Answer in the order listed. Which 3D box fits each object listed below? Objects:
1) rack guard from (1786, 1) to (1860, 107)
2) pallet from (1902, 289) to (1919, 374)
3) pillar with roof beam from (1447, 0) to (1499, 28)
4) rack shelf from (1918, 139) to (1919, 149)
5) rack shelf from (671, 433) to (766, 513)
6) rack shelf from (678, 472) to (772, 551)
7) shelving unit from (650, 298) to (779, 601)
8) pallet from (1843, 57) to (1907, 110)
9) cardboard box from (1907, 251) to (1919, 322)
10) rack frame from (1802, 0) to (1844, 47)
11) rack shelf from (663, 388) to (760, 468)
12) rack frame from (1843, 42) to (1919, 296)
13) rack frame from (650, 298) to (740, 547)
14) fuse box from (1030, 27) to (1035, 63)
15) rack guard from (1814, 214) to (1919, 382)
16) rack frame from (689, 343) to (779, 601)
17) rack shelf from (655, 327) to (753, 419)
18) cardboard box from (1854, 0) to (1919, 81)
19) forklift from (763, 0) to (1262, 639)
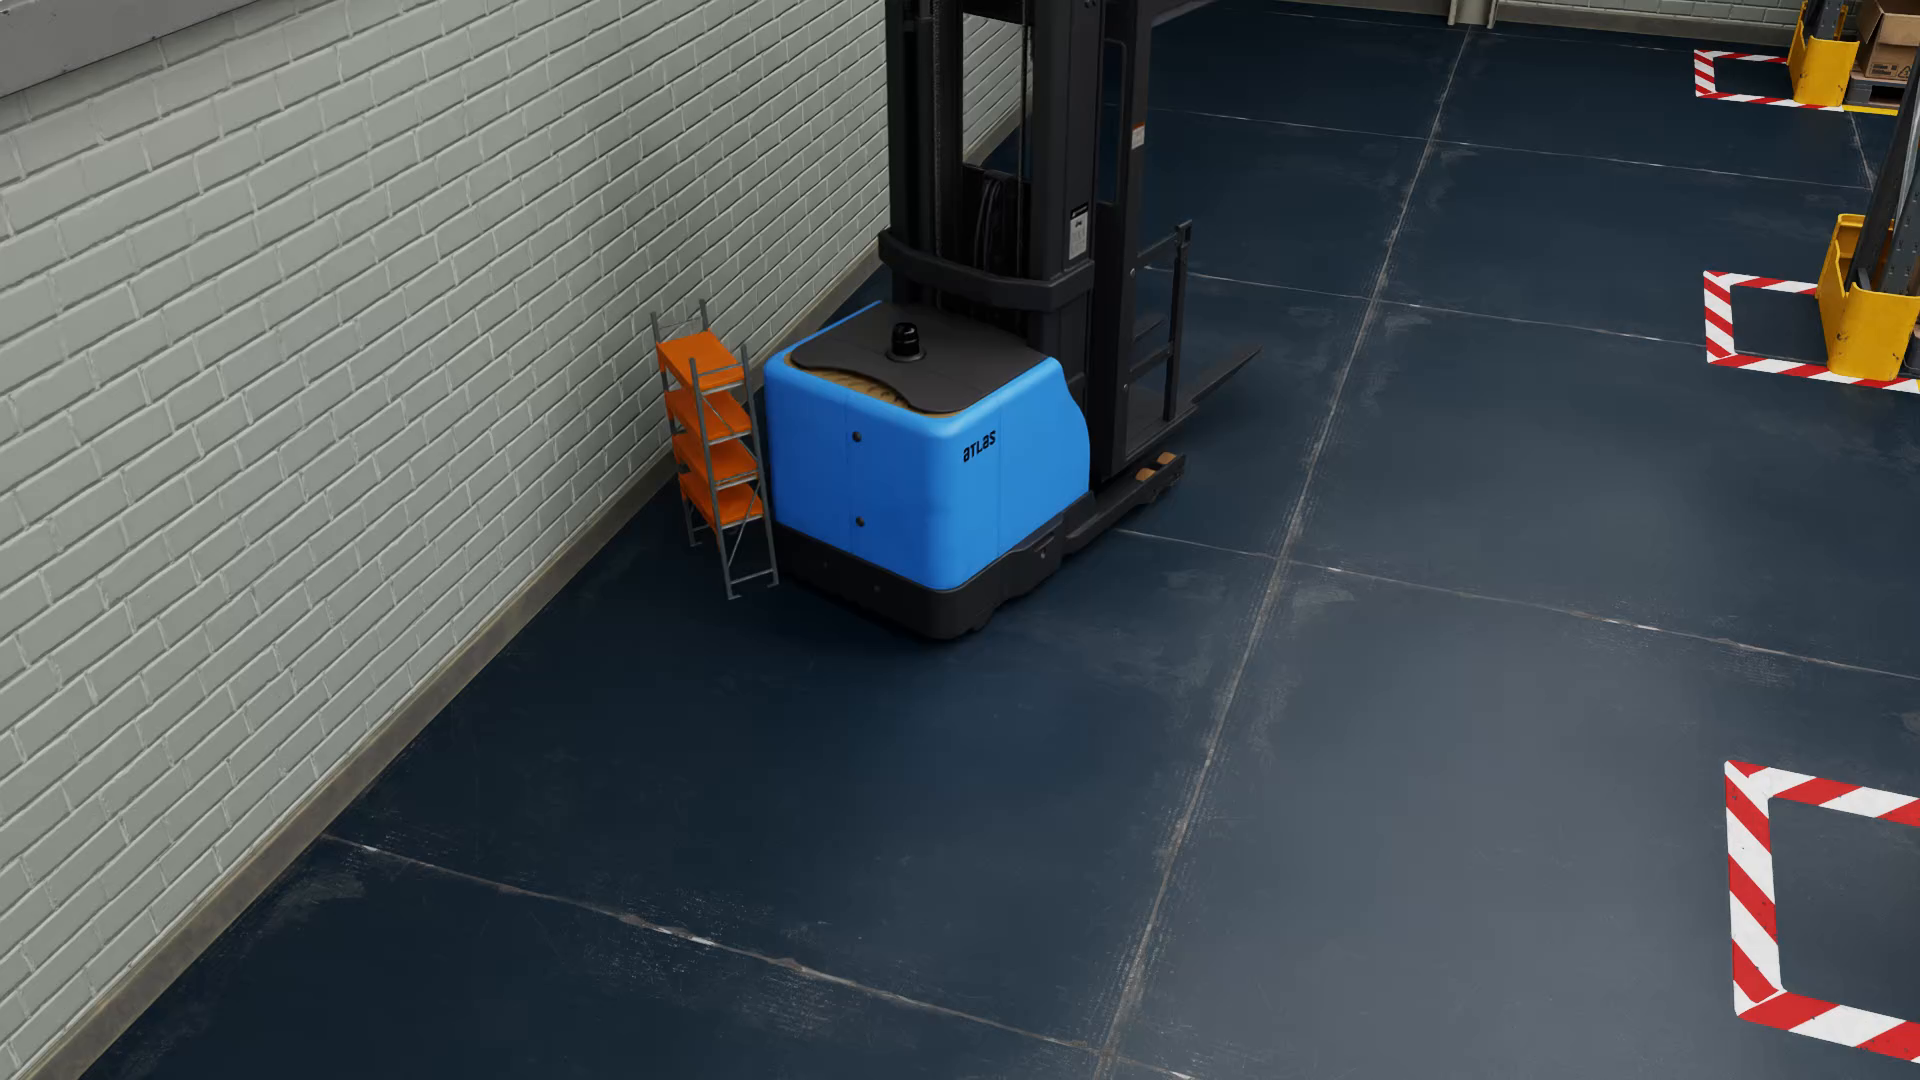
[{"bbox_3d":[6.914,-3.911,13.346,0.348,0.500,1.175,11,34,16],"label":"rack guard"},{"bbox_3d":[5.950,-1.162,9.355,1.213,0.211,1.003,11,34,16],"label":"pallet"},{"bbox_3d":[3.156,-6.251,9.135,0.400,9.000,9.100,11,34,16],"label":"pillar with roof beam"},{"bbox_3d":[7.054,-1.771,8.391,4.000,0.370,1.077,11,34,16],"label":"rack shelf"},{"bbox_3d":[-1.055,-0.328,7.262,0.258,0.148,0.480,-18,37,-21],"label":"rack shelf"},{"bbox_3d":[-1.045,-0.164,7.374,0.258,0.148,0.480,-18,37,-21],"label":"rack shelf"},{"bbox_3d":[-1.058,-0.383,7.224,0.258,1.200,0.503,-18,37,-21],"label":"shelving unit"},{"bbox_3d":[7.665,-3.644,13.199,1.213,0.211,1.003,11,34,16],"label":"pallet"},{"bbox_3d":[5.826,-1.470,9.236,0.875,0.438,0.875,10,34,15],"label":"cardboard box"},{"bbox_3d":[6.842,-4.975,12.690,0.127,3.000,1.000,11,34,16],"label":"rack frame"},{"bbox_3d":[-1.066,-0.512,7.136,0.258,0.148,0.480,-18,37,-21],"label":"rack shelf"},{"bbox_3d":[5.171,-2.440,8.763,0.127,3.000,1.000,11,34,16],"label":"rack frame"},{"bbox_3d":[-1.170,-0.501,7.406,0.240,1.200,0.015,-18,37,-21],"label":"rack frame"},{"bbox_3d":[0.701,-3.964,12.312,0.414,1.711,0.539,11,34,16],"label":"fuse box"},{"bbox_3d":[5.149,-1.394,9.448,0.348,0.500,1.175,11,34,16],"label":"rack guard"},{"bbox_3d":[-0.947,-0.266,7.042,0.240,1.200,0.015,-18,37,-21],"label":"rack frame"},{"bbox_3d":[-1.079,-0.707,7.003,0.258,0.148,0.480,-18,37,-21],"label":"rack shelf"},{"bbox_3d":[7.386,-3.942,13.005,0.637,0.503,0.797,10,34,15],"label":"cardboard box"},{"bbox_3d":[0.450,-1.556,7.459,1.130,2.935,3.031,22,39,31],"label":"forklift"}]
